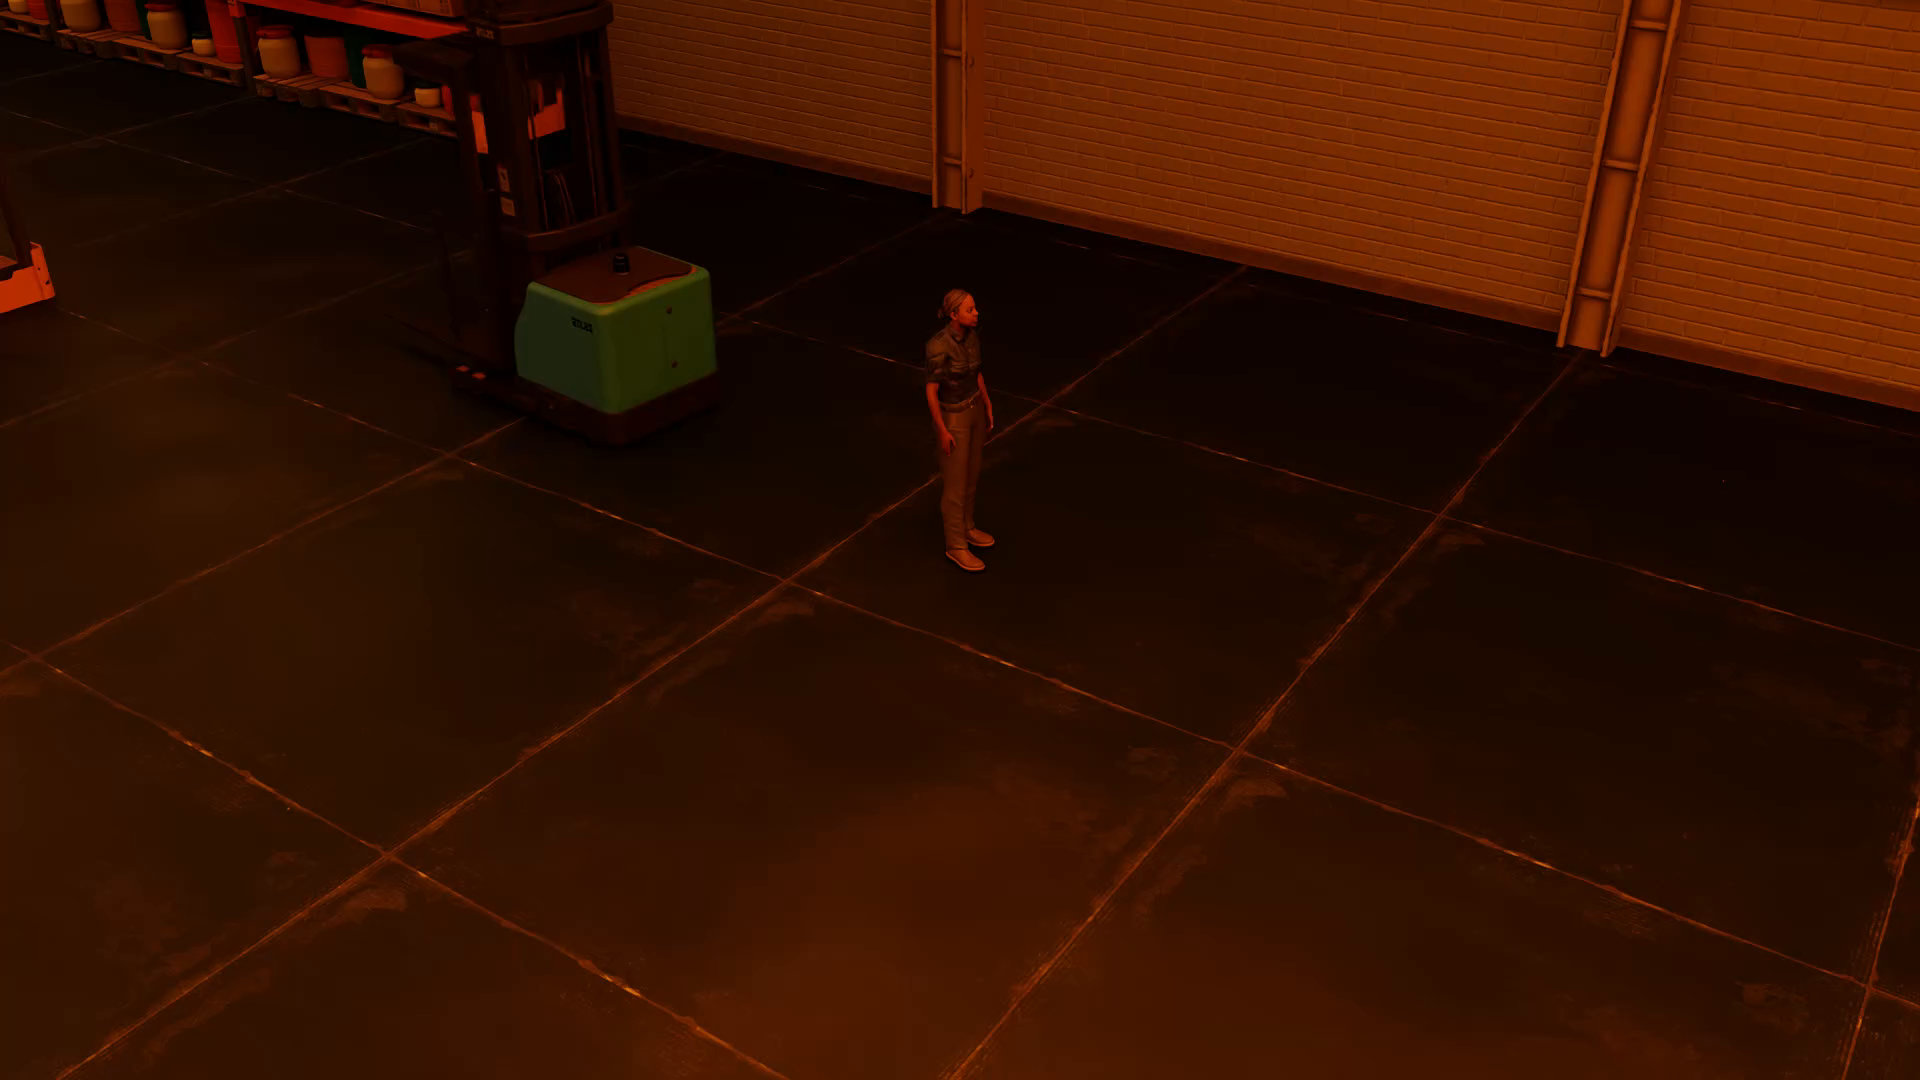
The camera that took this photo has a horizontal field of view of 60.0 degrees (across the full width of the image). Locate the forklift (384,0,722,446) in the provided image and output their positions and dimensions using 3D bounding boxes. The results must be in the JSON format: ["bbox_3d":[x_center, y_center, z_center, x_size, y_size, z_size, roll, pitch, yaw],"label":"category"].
[{"bbox_3d":[-3.190,-2.524,11.928,3.031,2.935,1.130,23,37,34],"label":"forklift"}]

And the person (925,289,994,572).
[{"bbox_3d":[0.061,-0.683,10.028,0.504,1.641,0.569,19,35,29],"label":"person"}]
